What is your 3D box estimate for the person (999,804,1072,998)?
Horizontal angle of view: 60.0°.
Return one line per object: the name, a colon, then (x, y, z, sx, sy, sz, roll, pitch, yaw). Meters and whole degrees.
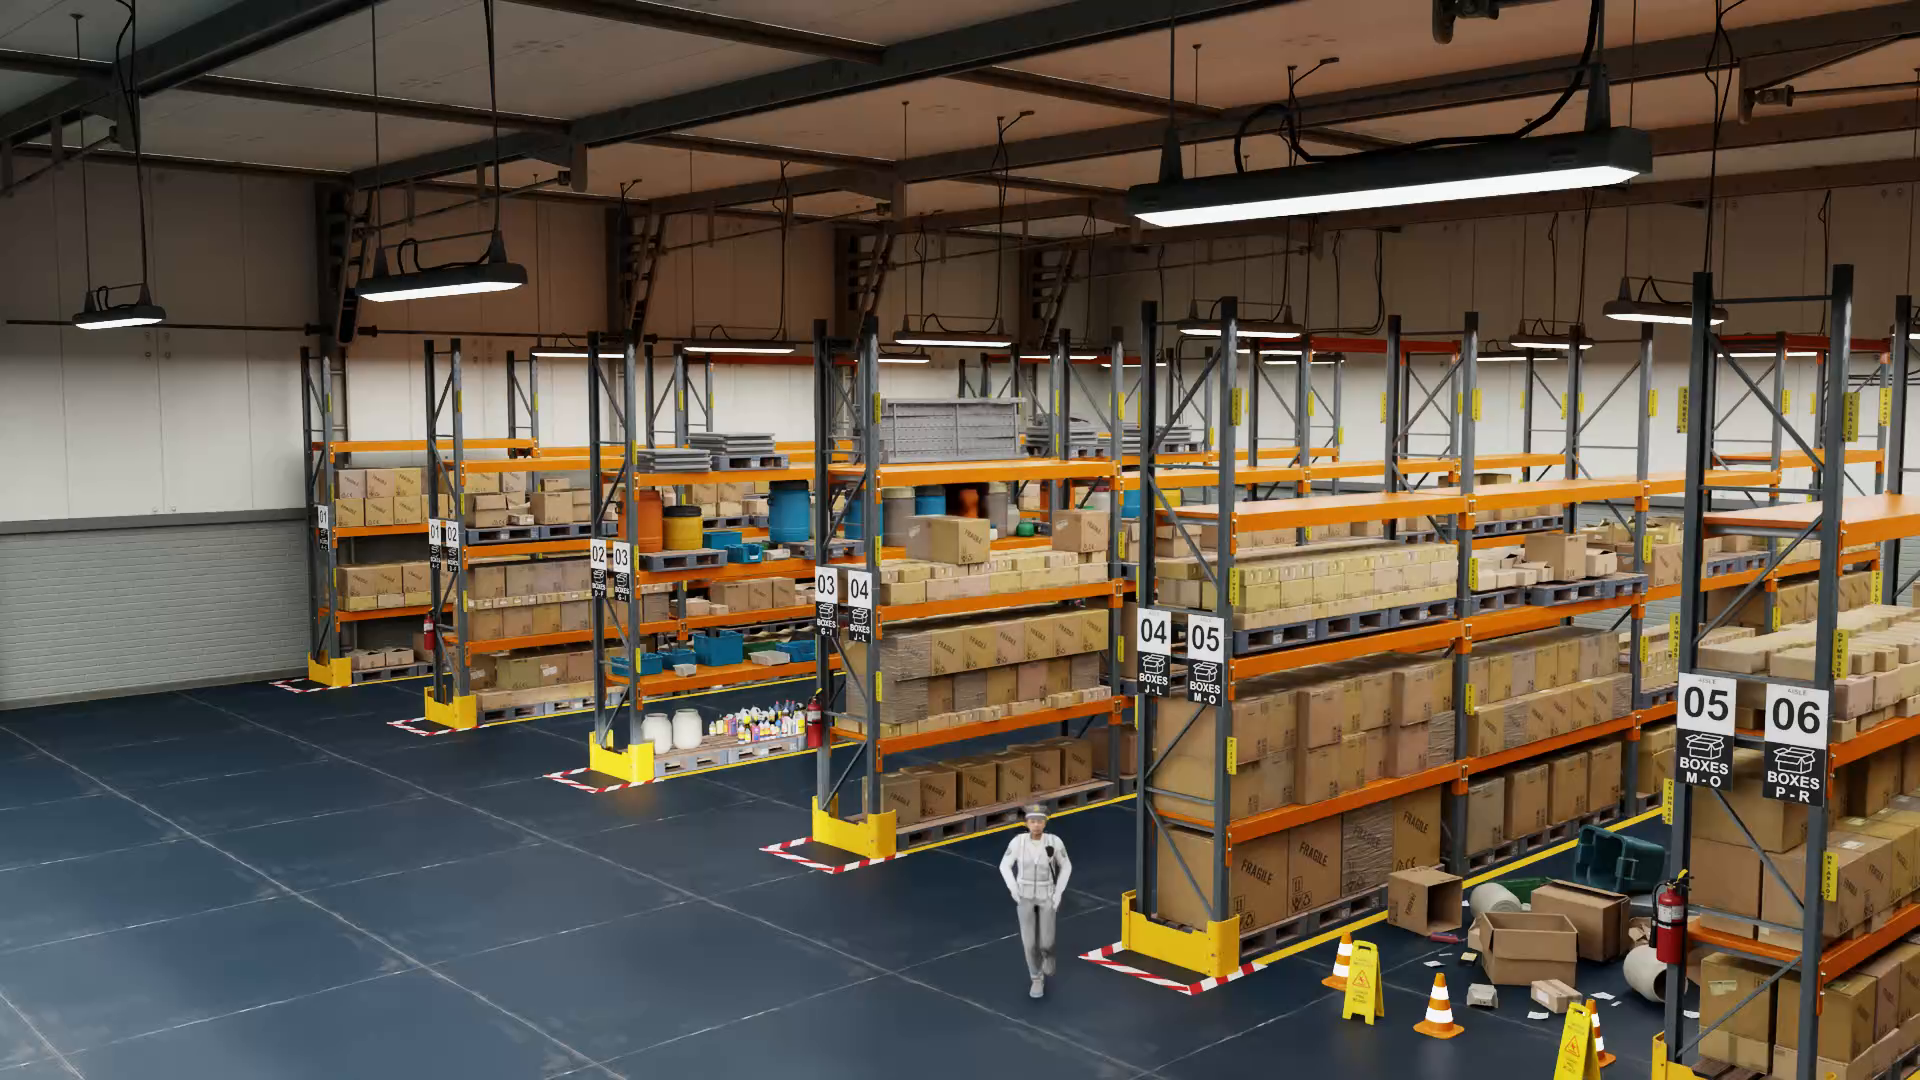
person: (0.652, 3.083, 14.384, 0.626, 1.661, 0.555, 1, 5, 6)
